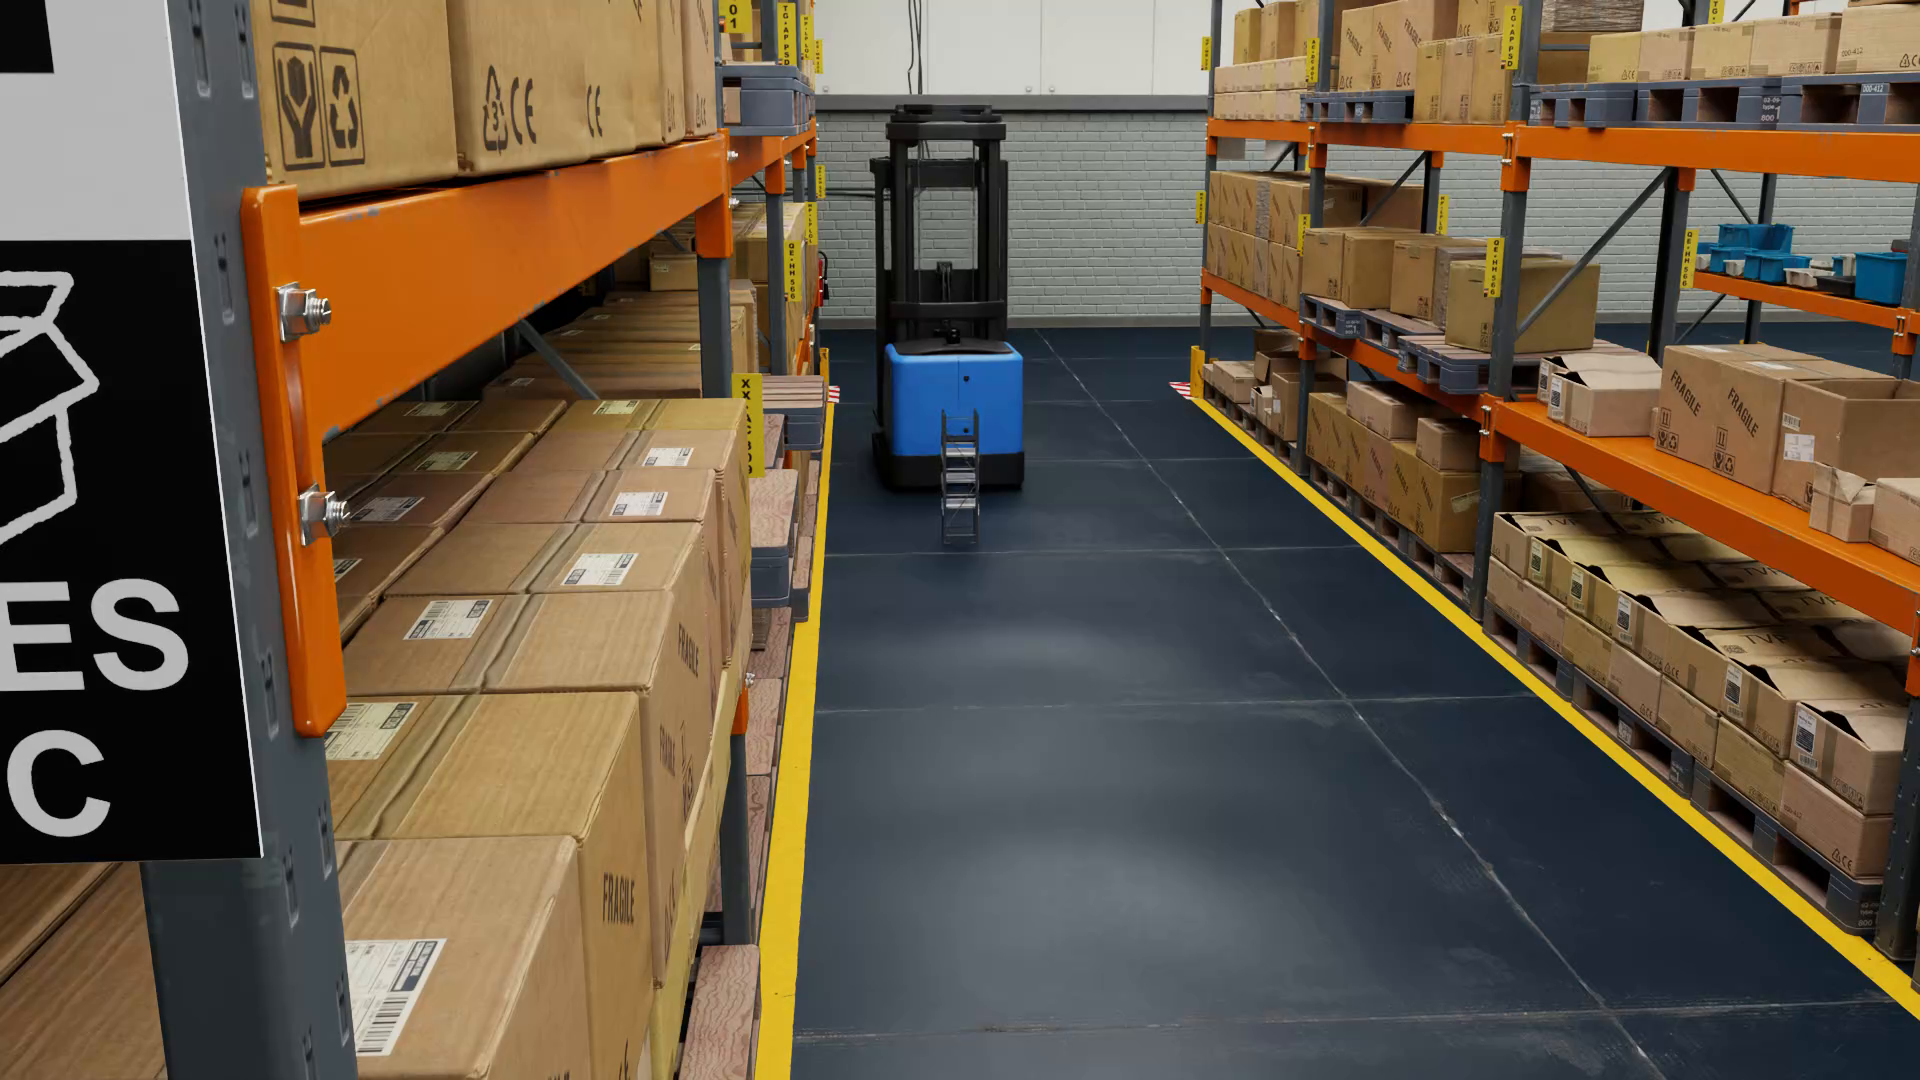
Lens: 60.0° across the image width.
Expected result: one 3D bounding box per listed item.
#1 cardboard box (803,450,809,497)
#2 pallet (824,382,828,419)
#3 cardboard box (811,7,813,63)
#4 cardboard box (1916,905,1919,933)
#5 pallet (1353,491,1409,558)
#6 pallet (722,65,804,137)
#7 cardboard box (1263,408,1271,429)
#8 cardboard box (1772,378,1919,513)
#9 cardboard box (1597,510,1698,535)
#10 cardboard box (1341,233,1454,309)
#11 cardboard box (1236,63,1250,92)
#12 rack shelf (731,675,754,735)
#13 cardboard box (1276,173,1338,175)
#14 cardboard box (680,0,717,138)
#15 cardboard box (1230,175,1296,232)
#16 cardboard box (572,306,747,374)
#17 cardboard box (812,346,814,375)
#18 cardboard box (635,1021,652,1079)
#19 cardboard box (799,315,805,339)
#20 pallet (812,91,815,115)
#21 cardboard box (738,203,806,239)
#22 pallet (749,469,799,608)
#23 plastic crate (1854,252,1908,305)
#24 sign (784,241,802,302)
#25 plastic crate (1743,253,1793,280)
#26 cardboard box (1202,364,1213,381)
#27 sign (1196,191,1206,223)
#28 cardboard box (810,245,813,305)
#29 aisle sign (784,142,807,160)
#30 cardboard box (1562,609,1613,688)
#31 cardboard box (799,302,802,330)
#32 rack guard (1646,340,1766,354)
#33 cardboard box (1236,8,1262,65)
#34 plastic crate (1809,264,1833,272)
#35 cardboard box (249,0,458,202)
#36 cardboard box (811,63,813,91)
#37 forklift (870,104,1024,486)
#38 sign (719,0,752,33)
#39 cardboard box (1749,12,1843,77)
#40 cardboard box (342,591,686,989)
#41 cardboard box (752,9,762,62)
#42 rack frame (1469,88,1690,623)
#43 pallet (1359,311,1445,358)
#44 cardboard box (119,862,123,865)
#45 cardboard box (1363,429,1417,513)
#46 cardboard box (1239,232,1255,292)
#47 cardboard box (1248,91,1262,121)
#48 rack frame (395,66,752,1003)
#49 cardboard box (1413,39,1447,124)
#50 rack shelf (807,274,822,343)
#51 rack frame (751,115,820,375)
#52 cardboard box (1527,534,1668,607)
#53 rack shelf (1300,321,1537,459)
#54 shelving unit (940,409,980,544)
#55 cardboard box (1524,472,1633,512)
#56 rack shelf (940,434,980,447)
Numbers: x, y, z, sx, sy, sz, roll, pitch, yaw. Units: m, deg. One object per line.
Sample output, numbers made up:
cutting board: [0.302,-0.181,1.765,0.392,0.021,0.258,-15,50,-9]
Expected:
cardboard box: [-1.466,-0.694,11.675,0.750,0.750,0.750,0,14,-2]
pallet: [-1.814,-1.359,16.384,1.003,0.211,1.213,-1,14,-3]
cardboard box: [-1.604,-4.600,15.116,0.500,0.500,0.500,0,14,-2]
cardboard box: [3.471,1.248,5.330,0.500,0.250,0.500,-1,14,-3]
pallet: [3.416,-0.133,11.621,1.003,0.211,1.213,-1,14,-3]
pallet: [-1.131,-1.440,5.459,1.213,0.211,1.003,-1,14,-3]
cardboard box: [2.848,-1.052,14.432,0.380,0.149,0.250,-1,14,-3]
cardboard box: [3.681,-0.371,6.747,0.500,0.500,0.500,0,14,1]
cardboard box: [3.776,-0.012,9.102,0.500,0.311,0.500,-1,14,-2]
cardboard box: [3.162,-1.950,12.042,0.700,0.500,0.500,1,14,5]
cardboard box: [2.835,-4.226,15.210,0.500,0.250,0.500,-1,14,-3]
rack shelf: [-1.075,0.923,3.362,1.077,0.370,4.000,-1,14,-3]
cardboard box: [3.336,-3.285,16.067,0.500,0.500,0.500,0,14,-2]
cardboard box: [-0.920,-1.311,4.341,0.500,0.500,0.500,0,14,-2]
cardboard box: [2.832,-3.148,15.535,0.500,0.500,0.500,-1,14,-3]
cardboard box: [-1.308,-0.753,7.348,0.700,0.500,0.500,-1,14,-3]
cardboard box: [-1.799,-1.727,16.393,0.700,0.500,0.500,-1,14,-3]
cardboard box: [-0.711,0.880,2.347,0.500,0.250,0.500,-1,14,-5]
cardboard box: [-1.305,-1.528,11.910,0.380,0.149,0.250,-1,14,-3]
pallet: [-1.886,-4.132,15.726,1.003,0.211,1.213,-1,14,-3]
cardboard box: [-1.410,-2.365,12.357,0.500,0.250,0.500,-1,14,-2]
pallet: [-1.101,-0.022,5.977,1.003,0.211,1.213,-1,14,-3]
plastic crate: [7.824,-2.197,13.958,0.392,0.384,0.575,-1,14,-3]
sign: [-0.905,-1.451,8.979,0.100,0.325,0.005,-1,14,-3]
plastic crate: [7.714,-2.614,15.882,0.416,0.233,0.300,-1,14,-3]
cardboard box: [2.685,-1.707,16.981,0.380,0.149,0.250,-1,14,-3]
sign: [2.460,-3.395,16.965,0.100,0.325,0.005,-1,14,-3]
cardboard box: [-1.751,-2.374,14.132,0.980,0.700,0.700,-1,14,-5]
aisle sign: [-1.647,-4.189,16.569,0.394,0.787,0.004,-1,14,-3]
cardboard box: [3.307,0.522,8.151,0.500,0.250,0.500,-1,14,-5]
cardboard box: [-1.314,-1.628,10.994,0.500,0.500,0.500,0,14,-2]
rack guard: [7.931,-1.855,17.733,1.175,0.500,0.348,-1,14,-3]
cardboard box: [2.996,-4.717,15.611,0.700,0.500,0.500,-1,14,-3]
plastic crate: [8.259,-2.547,15.814,0.298,0.136,0.250,-1,14,-3]
cardboard box: [-0.722,-0.526,1.289,0.500,0.500,0.500,-1,14,-2]
cardboard box: [-1.598,-4.231,15.190,0.500,0.250,0.500,-1,14,-6]
forklift: [-0.179,-2.150,14.000,1.130,2.935,3.031,-2,15,-6]
sign: [-0.658,-1.636,4.808,0.100,0.325,0.005,-1,14,-3]
cardboard box: [3.688,-2.060,6.951,0.500,0.250,0.500,-2,15,-8]
cardboard box: [-0.727,0.397,2.720,0.500,0.500,0.500,-1,14,-5]
cardboard box: [-1.650,-3.268,11.106,0.700,0.500,0.500,-1,14,-4]
rack frame: [3.497,-0.995,9.373,1.000,3.000,0.127,-1,14,-3]
pallet: [3.372,-1.385,11.276,1.003,0.211,1.213,-1,14,-3]
cardboard box: [-1.214,0.533,2.192,0.500,0.500,0.500,-1,14,-3]
cardboard box: [3.135,-0.485,11.527,0.500,0.500,0.500,-1,14,-6]
cardboard box: [2.861,-2.541,15.182,0.500,0.500,0.500,-1,14,-3]
cardboard box: [2.868,-3.860,14.789,0.500,0.250,0.500,-1,14,-3]
rack frame: [-1.199,0.077,5.206,1.000,3.000,0.127,-1,14,-3]
cardboard box: [3.373,-2.860,10.402,0.910,0.500,0.500,-1,14,-3]
rack shelf: [-1.818,-2.061,14.961,1.077,0.370,4.000,-1,14,-3]
rack frame: [-1.942,-2.907,16.805,1.000,3.000,0.127,-1,14,-3]
cardboard box: [3.278,0.127,8.562,0.500,0.311,0.500,-1,14,-5]
rack shelf: [3.374,-1.144,11.396,1.077,0.370,4.000,-1,14,-3]
shelving unit: [0.000,-0.438,11.422,0.258,0.900,0.210,-1,14,-3]
cardboard box: [3.754,-0.115,10.087,0.500,0.500,0.500,0,14,-1]
rack shelf: [0.000,-0.667,11.363,0.258,0.077,0.200,-1,14,-3]
